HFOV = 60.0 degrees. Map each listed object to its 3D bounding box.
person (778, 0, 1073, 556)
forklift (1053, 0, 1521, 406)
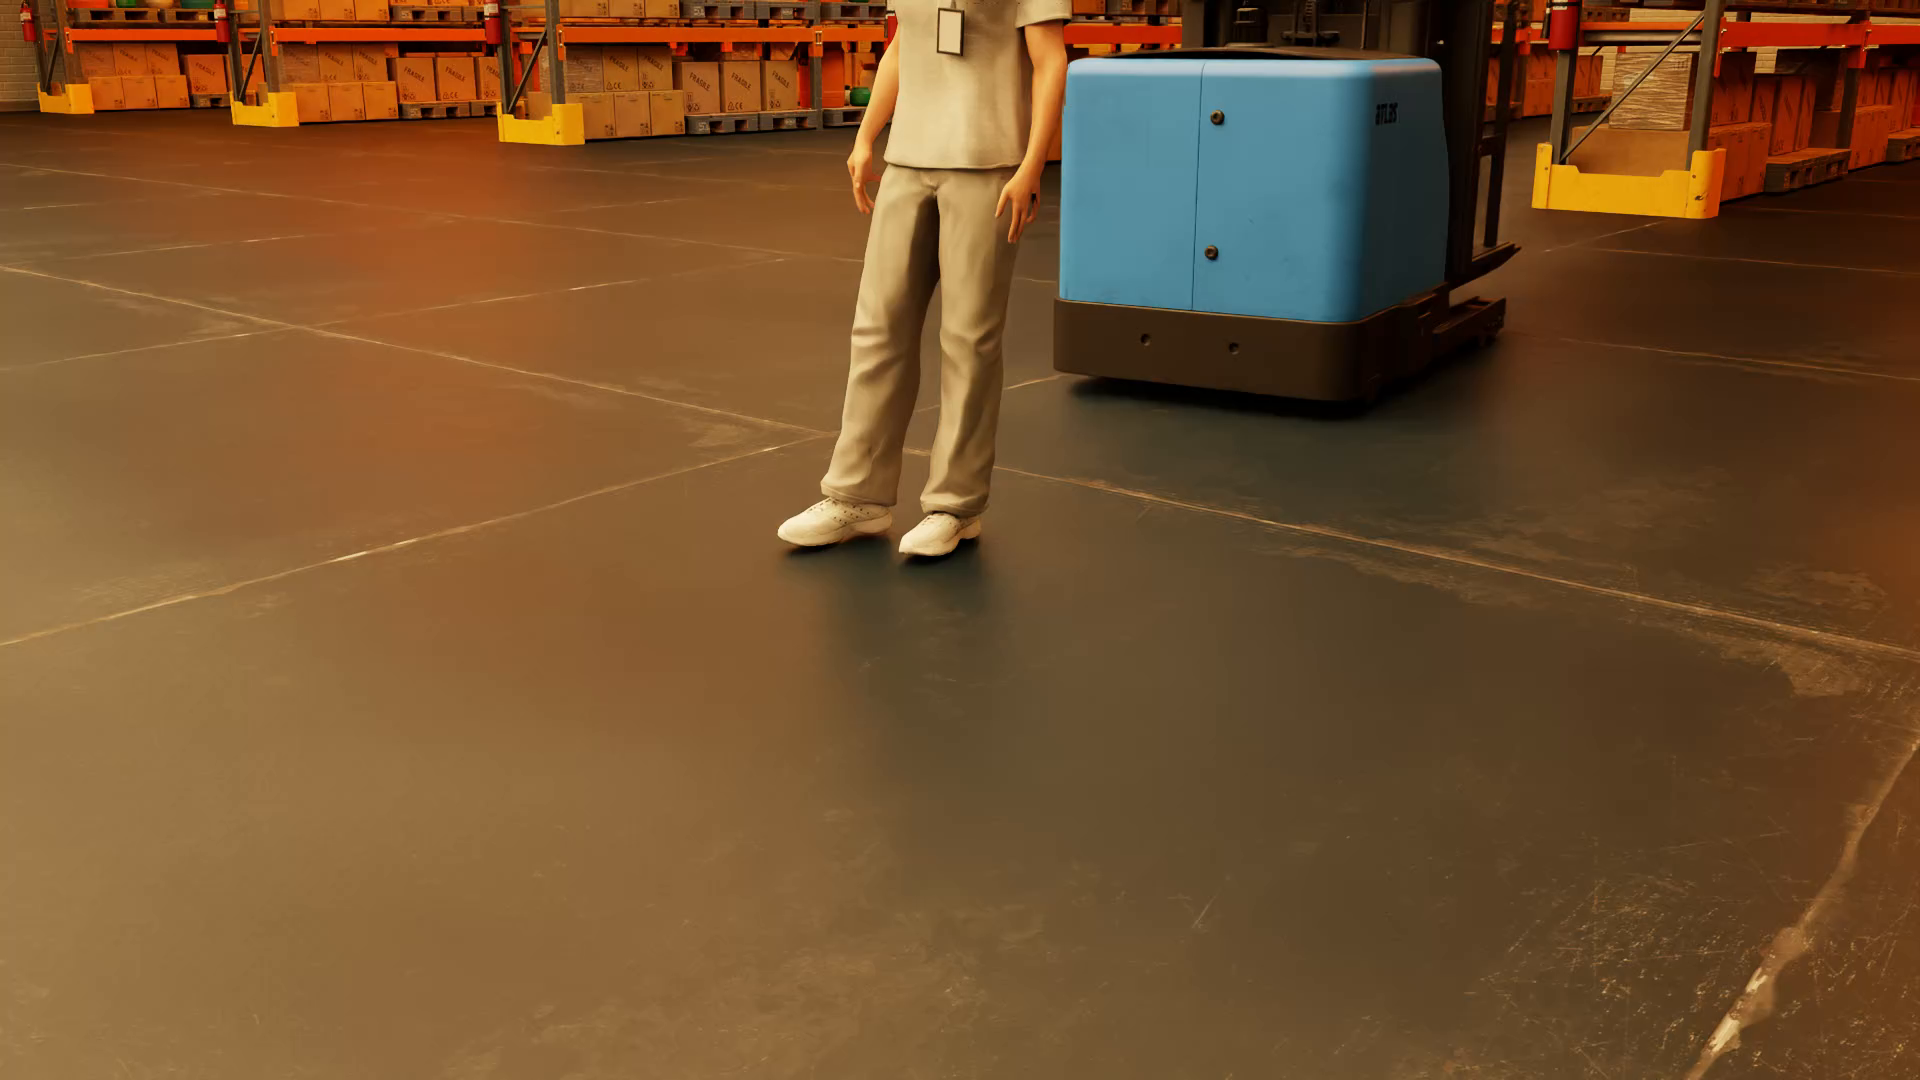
[{"bbox_3d":[-0.057,-0.794,3.650,0.550,1.675,0.549,13,21,37],"label":"person"},{"bbox_3d":[1.496,-2.202,6.150,1.130,2.935,3.031,10,19,29],"label":"forklift"}]
